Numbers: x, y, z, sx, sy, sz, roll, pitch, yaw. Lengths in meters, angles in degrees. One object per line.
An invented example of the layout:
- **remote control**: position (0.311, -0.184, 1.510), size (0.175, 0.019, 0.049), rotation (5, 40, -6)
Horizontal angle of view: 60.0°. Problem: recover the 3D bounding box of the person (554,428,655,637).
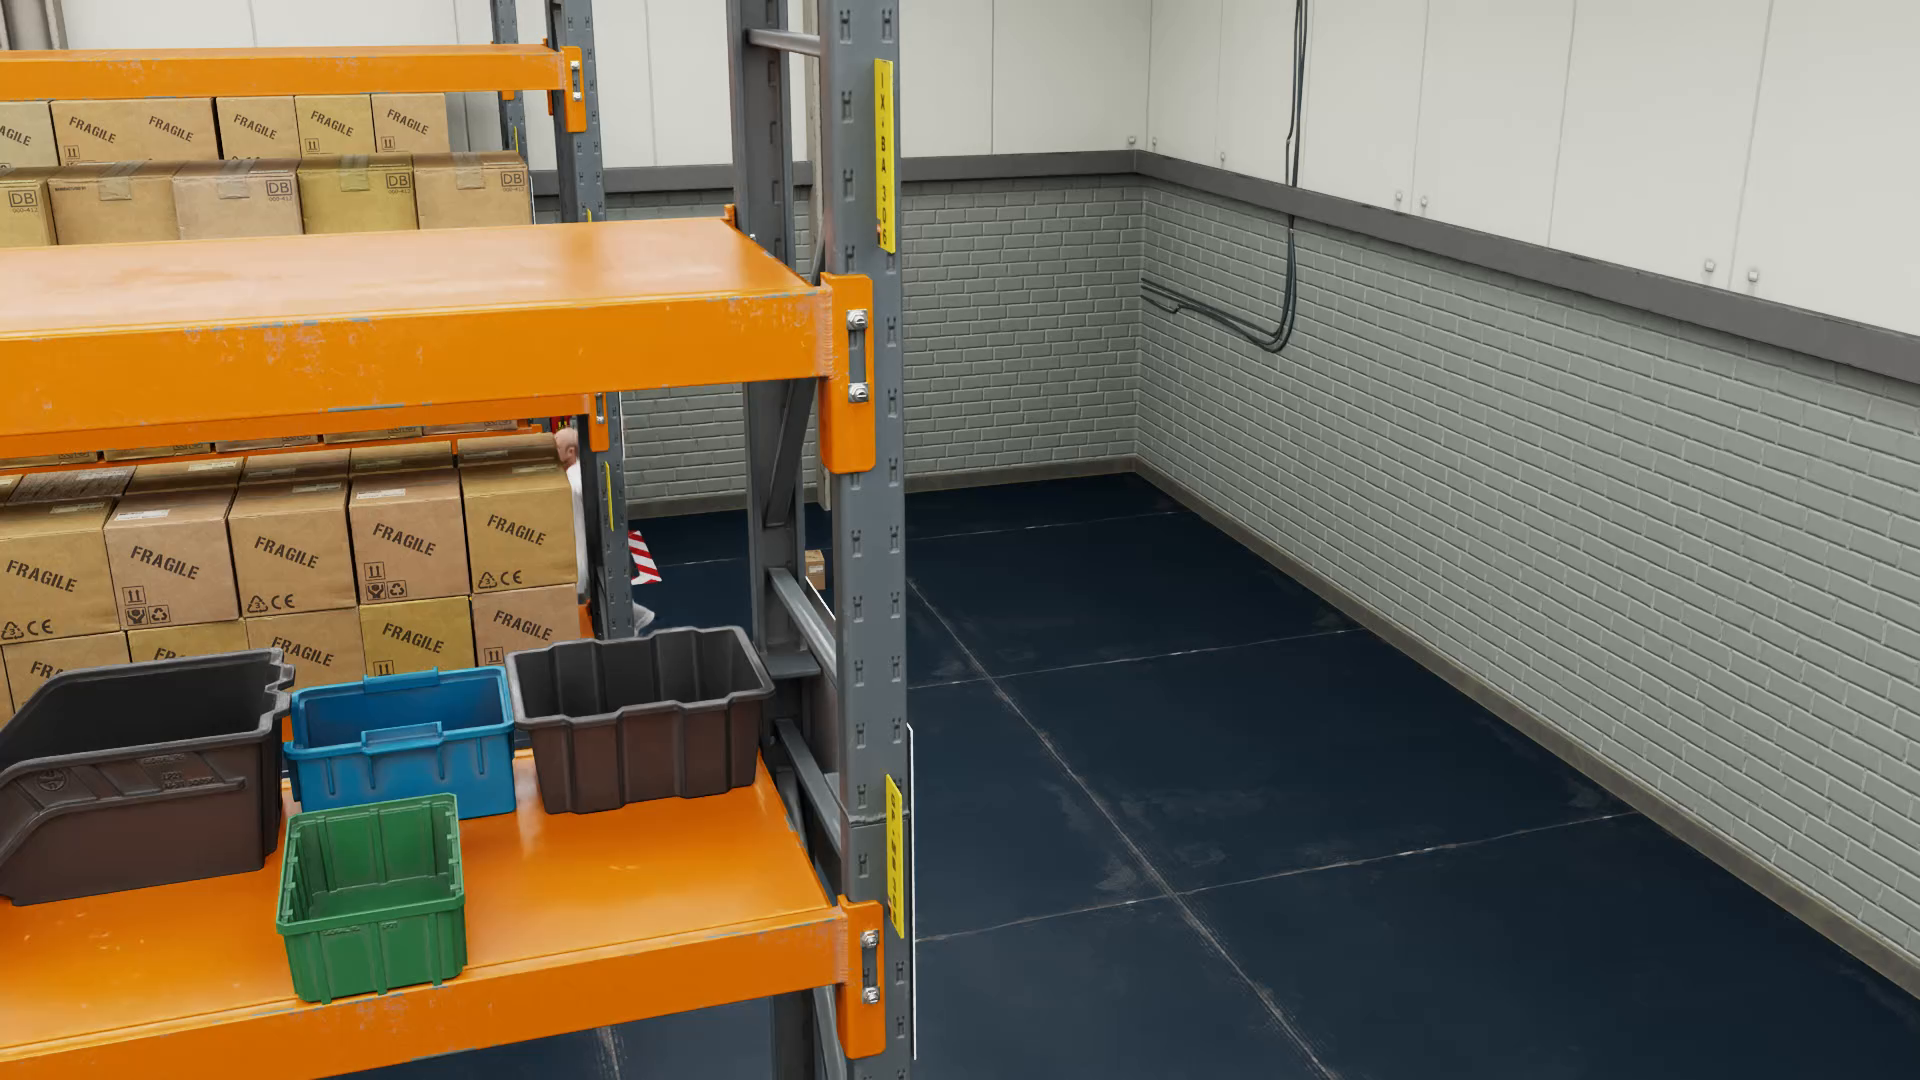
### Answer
- **person**: position (-2.603, 0.065, 11.397), size (1.080, 1.734, 0.620), rotation (-12, 22, -31)
